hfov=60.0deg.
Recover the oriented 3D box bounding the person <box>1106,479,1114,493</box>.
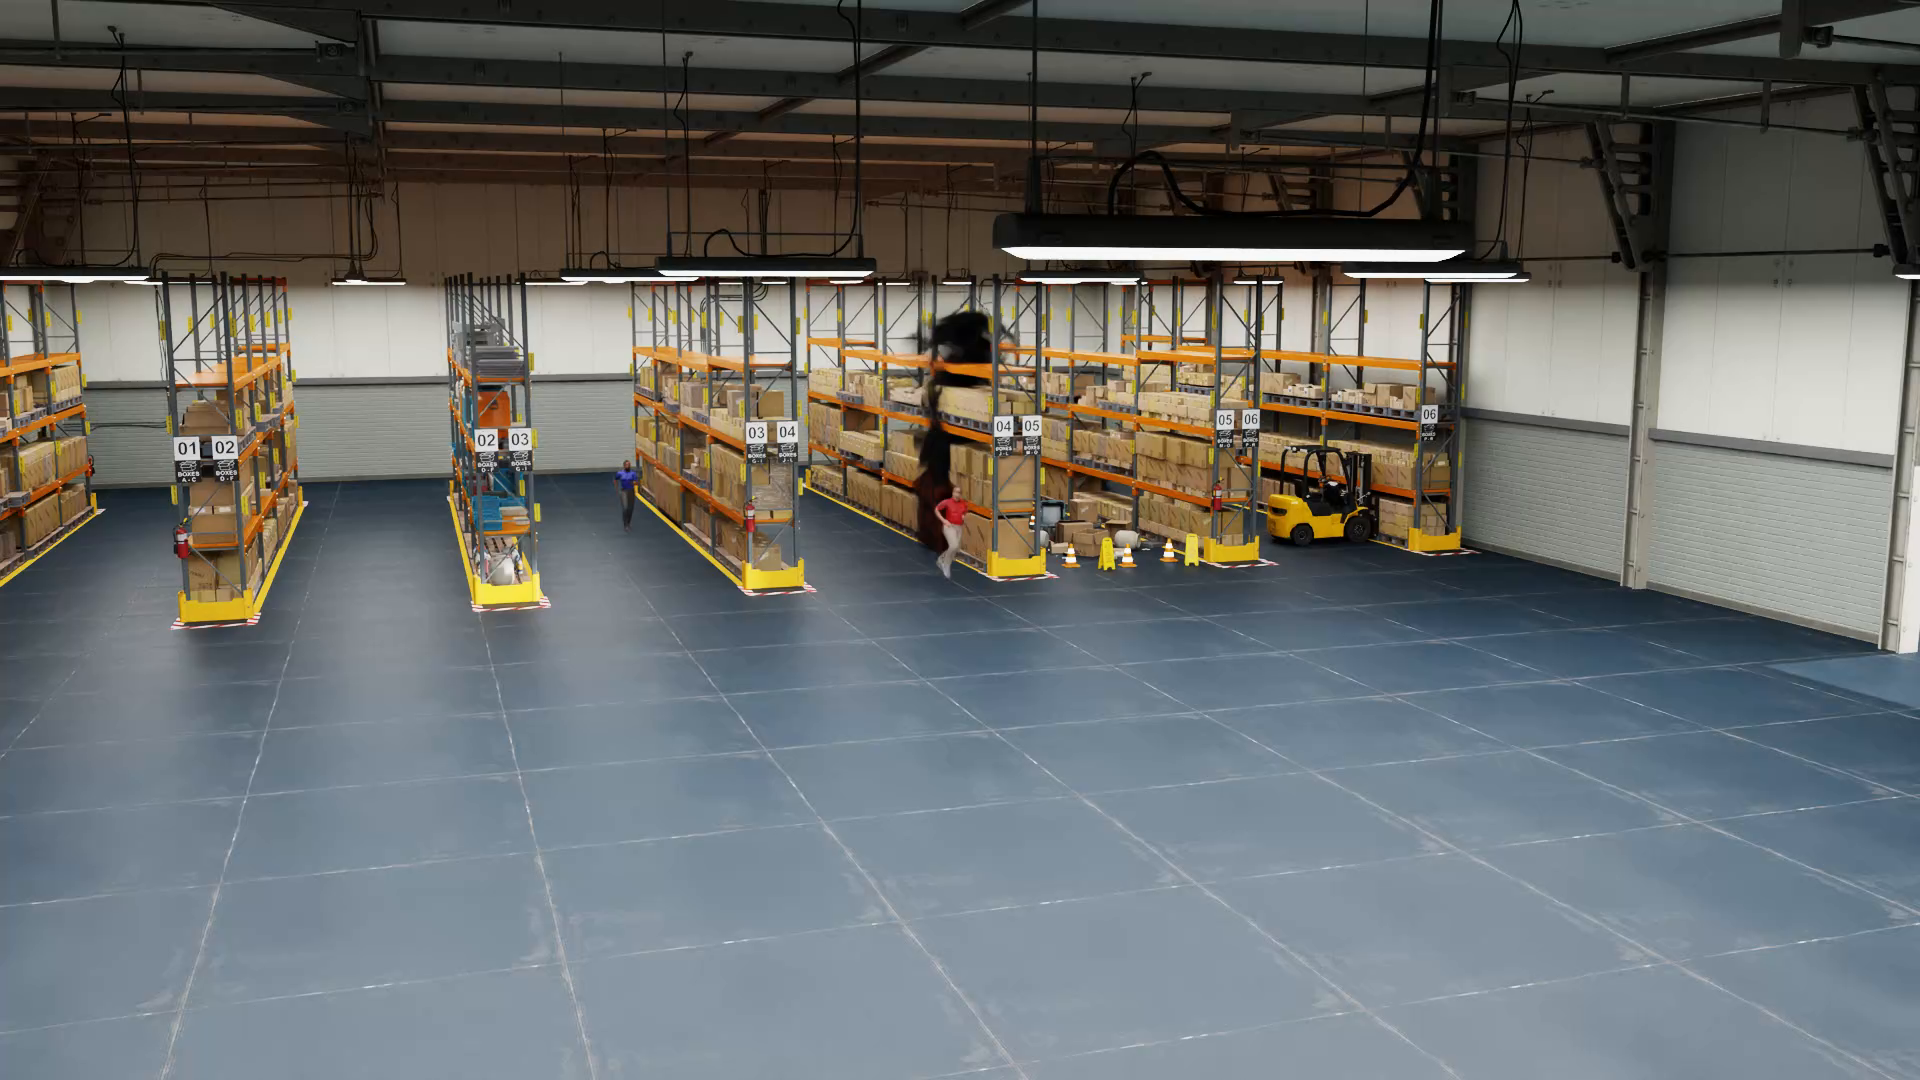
[{"bbox_3d":[3.977,-1.859,44.921,0.531,1.594,0.883,-4,10,-25],"label":"person"}]

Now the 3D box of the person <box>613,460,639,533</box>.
[{"bbox_3d":[-7.904,-1.037,39.504,0.549,1.701,0.781,-4,9,-24],"label":"person"}]

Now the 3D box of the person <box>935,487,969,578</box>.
[{"bbox_3d":[-0.146,-0.171,32.531,0.688,1.745,0.696,-7,11,-41],"label":"person"}]

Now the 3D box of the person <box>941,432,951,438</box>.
[{"bbox_3d":[-0.379,-2.803,51.145,0.686,1.670,0.592,-3,9,-18],"label":"person"}]
